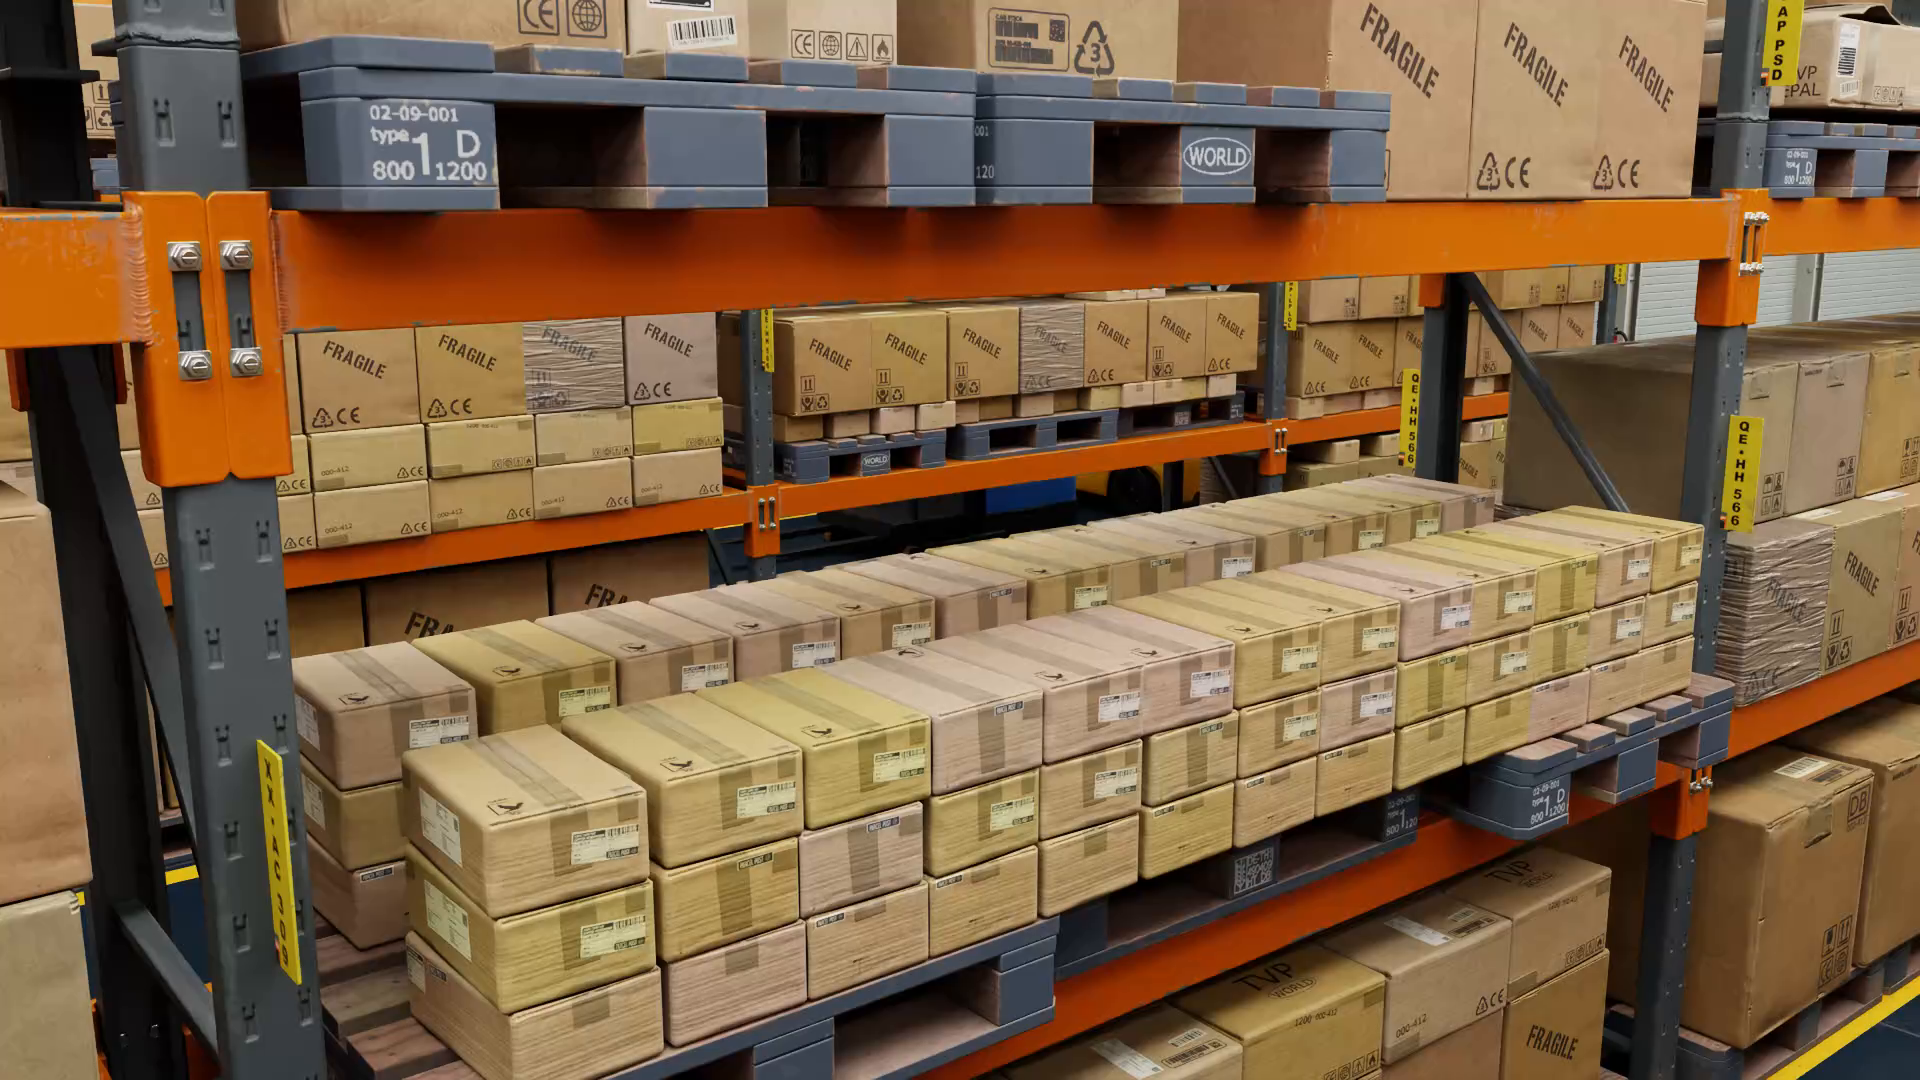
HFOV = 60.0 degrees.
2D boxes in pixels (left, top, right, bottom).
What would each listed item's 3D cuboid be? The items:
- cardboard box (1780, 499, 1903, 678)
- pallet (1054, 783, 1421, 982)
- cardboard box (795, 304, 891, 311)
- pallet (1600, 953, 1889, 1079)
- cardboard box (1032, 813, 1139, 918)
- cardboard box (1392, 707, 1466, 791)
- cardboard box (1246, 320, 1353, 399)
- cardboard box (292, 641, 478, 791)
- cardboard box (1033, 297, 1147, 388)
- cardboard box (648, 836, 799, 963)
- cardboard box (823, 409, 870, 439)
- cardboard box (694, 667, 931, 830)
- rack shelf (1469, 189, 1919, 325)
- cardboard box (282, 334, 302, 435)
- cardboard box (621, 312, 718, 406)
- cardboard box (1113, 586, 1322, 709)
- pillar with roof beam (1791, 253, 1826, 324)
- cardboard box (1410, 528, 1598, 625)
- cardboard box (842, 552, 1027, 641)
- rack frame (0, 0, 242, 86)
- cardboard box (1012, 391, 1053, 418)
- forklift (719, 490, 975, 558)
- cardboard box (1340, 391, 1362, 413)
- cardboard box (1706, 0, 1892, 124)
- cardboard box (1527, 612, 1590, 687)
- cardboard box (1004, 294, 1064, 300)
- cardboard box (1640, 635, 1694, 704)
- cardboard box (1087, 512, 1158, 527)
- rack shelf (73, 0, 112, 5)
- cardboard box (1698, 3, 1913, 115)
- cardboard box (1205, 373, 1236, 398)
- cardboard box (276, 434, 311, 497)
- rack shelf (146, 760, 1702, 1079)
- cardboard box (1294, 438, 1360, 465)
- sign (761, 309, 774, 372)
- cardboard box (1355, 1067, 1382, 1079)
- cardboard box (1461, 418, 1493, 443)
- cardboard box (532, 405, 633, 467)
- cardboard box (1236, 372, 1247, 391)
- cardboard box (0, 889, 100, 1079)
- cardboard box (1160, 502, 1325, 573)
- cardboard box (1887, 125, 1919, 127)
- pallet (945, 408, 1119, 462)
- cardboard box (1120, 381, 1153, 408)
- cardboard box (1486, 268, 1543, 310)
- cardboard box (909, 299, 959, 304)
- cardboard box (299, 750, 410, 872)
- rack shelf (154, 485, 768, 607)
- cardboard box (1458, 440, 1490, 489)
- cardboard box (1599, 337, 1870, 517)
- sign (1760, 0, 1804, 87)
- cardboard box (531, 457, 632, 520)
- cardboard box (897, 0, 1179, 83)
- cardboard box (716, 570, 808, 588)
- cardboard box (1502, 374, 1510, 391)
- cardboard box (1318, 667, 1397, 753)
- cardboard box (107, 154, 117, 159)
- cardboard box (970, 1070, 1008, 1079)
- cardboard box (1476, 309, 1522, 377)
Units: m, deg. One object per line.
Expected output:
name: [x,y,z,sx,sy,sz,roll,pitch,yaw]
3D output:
cardboard box: [2.766,0.125,5.576,0.500,0.500,0.500,-10,15,-38]
pallet: [0.332,0.613,3.984,1.213,0.211,1.003,-9,15,-38]
cardboard box: [-0.741,-1.107,9.654,0.500,0.500,0.500,-10,15,-39]
pallet: [2.514,1.529,5.919,1.213,0.211,1.003,-9,15,-38]
cardboard box: [0.129,0.581,3.265,0.250,0.149,0.380,-10,16,-40]
cardboard box: [0.952,0.444,3.912,0.250,0.149,0.380,-10,16,-40]
cardboard box: [2.322,-1.260,11.383,0.500,0.500,0.500,-9,15,-38]
cardboard box: [-1.080,0.317,3.076,0.250,0.149,0.380,-9,15,-35]
cardboard box: [0.793,-1.226,10.211,0.500,0.500,0.500,-9,15,-36]
cardboard box: [-0.476,0.536,2.762,0.250,0.149,0.380,-10,15,-39]
cardboard box: [-0.708,-0.660,9.110,0.250,0.149,0.380,-11,16,-41]
cardboard box: [-0.261,0.354,2.900,0.250,0.149,0.380,-9,15,-37]
rack shelf: [3.413,-1.120,6.190,4.000,0.370,1.077,-9,15,-38]
cardboard box: [-3.147,-0.699,7.052,0.500,0.500,0.500,-10,16,-39]
cardboard box: [-1.560,-0.963,8.294,0.500,0.500,0.500,-10,16,-39]
cardboard box: [0.541,0.221,3.529,0.250,0.149,0.380,-9,15,-36]
pillar with roof beam: [17.462,-7.005,24.953,0.400,9.000,9.100,-9,15,-38]
cardboard box: [1.353,0.086,4.164,0.250,0.149,0.380,-9,15,-36]
cardboard box: [-0.062,0.148,3.872,0.250,0.149,0.380,-10,16,-40]
rack frame: [-1.272,-2.160,2.138,0.127,3.000,1.000,-9,15,-38]
cardboard box: [0.343,-0.831,9.914,0.250,0.149,0.380,-9,15,-36]
forklift: [-0.475,-1.350,12.929,3.031,2.935,1.121,-10,16,-40]
cardboard box: [2.604,-1.000,11.722,0.250,0.149,0.380,-10,15,-38]
cardboard box: [3.034,-1.786,6.105,0.500,0.500,0.500,-9,15,-38]
cardboard box: [1.339,0.235,4.180,0.250,0.149,0.380,-9,15,-36]
cardboard box: [0.473,-1.312,10.618,0.500,0.500,0.500,-10,15,-38]
cardboard box: [1.754,0.311,4.535,0.250,0.149,0.380,-9,15,-37]
cardboard box: [1.396,0.095,11.276,0.625,0.372,0.950,-9,15,-37]
rack shelf: [-5.985,-3.467,10.984,4.000,0.370,1.077,-9,15,-38]
cardboard box: [2.554,-1.481,5.123,0.500,0.311,0.500,-9,15,-38]
cardboard box: [1.575,-1.025,10.826,0.250,0.149,0.380,-9,15,-37]
cardboard box: [-3.123,-0.331,7.125,0.500,0.250,0.500,-9,15,-37]
rack shelf: [0.290,0.867,4.058,4.000,0.370,1.077,-9,15,-38]
cardboard box: [2.568,-0.637,11.650,0.250,0.149,0.380,-9,15,-37]
sign: [-0.970,-1.011,8.382,0.005,0.325,0.100,-9,15,-38]
cardboard box: [0.691,1.538,4.169,0.500,0.500,0.500,-10,16,-40]
cardboard box: [3.815,-0.846,12.634,0.250,0.149,0.380,-9,15,-35]
cardboard box: [-1.937,-0.534,8.082,0.500,0.250,0.500,-10,16,-39]
cardboard box: [1.996,-1.346,11.789,0.500,0.500,0.500,-10,16,-39]
cardboard box: [-1.473,0.688,2.208,0.500,0.500,0.500,-9,15,-38]
cardboard box: [0.760,0.011,4.517,0.250,0.149,0.380,-10,16,-40]
cardboard box: [3.718,-1.723,6.652,0.250,0.149,0.380,-9,15,-38]
pallet: [0.201,-0.704,10.185,1.213,0.211,1.003,-9,15,-38]
cardboard box: [0.982,-0.920,10.335,0.250,0.149,0.380,-9,15,-37]
cardboard box: [3.931,-2.007,12.495,0.500,0.500,0.700,-10,15,-38]
cardboard box: [-0.218,-1.510,9.987,0.250,0.149,0.380,-10,16,-40]
cardboard box: [-1.084,0.463,3.106,0.250,0.149,0.380,-9,15,-36]
rack shelf: [-2.881,0.077,7.777,4.000,0.370,1.077,-9,15,-38]
cardboard box: [3.661,-0.521,12.664,0.500,0.500,0.500,-10,15,-39]
cardboard box: [2.603,-0.405,5.668,0.500,0.500,0.700,-10,15,-38]
sign: [2.189,-1.377,4.424,0.005,0.325,0.100,-9,15,-38]
cardboard box: [-1.941,-0.285,8.108,0.500,0.250,0.500,-9,15,-37]
cardboard box: [0.017,-1.128,3.238,0.637,0.503,0.797,-10,15,-38]
cardboard box: [-0.872,0.474,9.491,0.625,0.372,0.950,-11,16,-41]
cardboard box: [4.245,-1.247,12.887,0.250,0.149,0.380,-9,15,-37]
cardboard box: [0.745,0.333,3.717,0.250,0.149,0.380,-9,15,-36]
cardboard box: [-5.455,-2.497,11.305,0.500,0.250,0.500,-9,15,-38]
cardboard box: [-0.115,1.302,3.476,0.500,0.250,0.500,-9,15,-36]
cardboard box: [3.889,-1.523,12.624,0.500,0.500,0.500,-10,15,-38]
